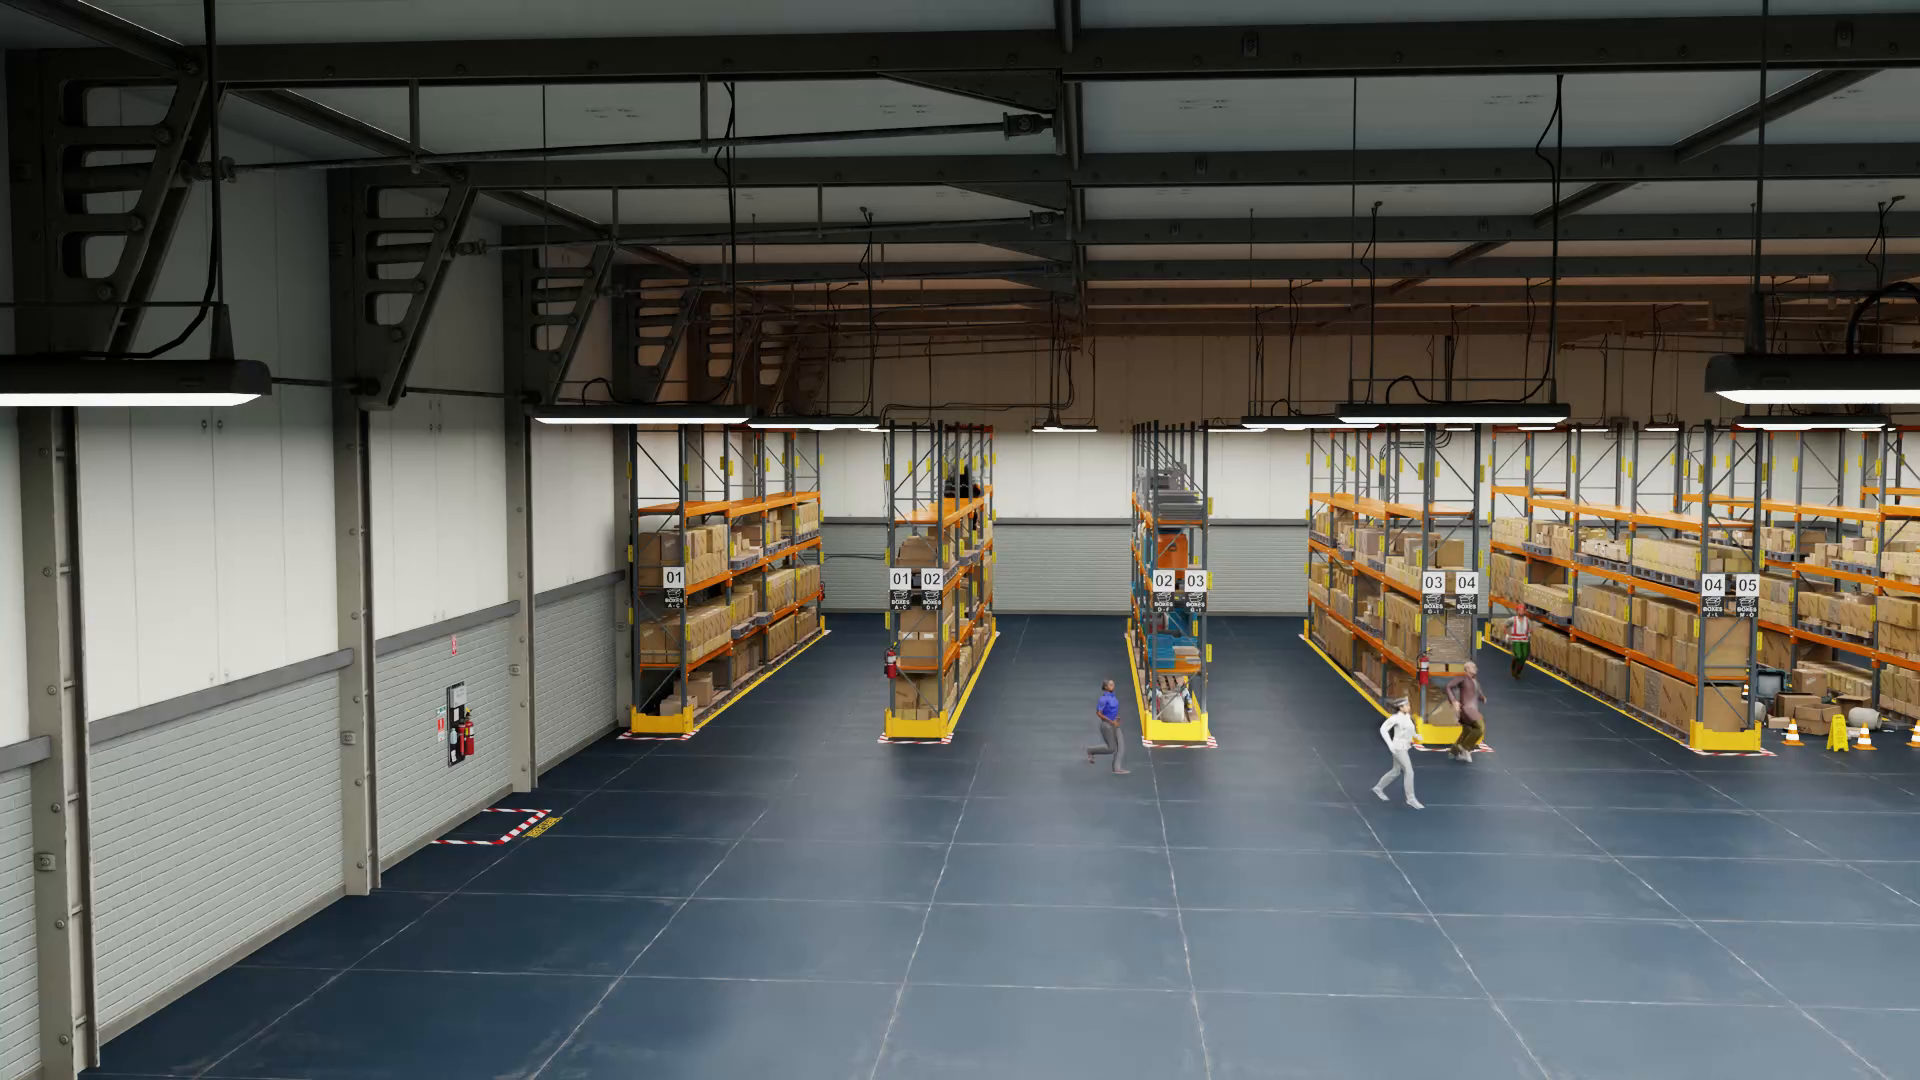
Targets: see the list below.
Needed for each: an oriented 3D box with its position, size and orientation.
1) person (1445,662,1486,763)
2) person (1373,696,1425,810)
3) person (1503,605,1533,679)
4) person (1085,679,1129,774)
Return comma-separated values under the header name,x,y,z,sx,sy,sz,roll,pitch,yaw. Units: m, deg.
name,x,y,z,sx,sy,sz,roll,pitch,yaw
person,8.914,3.022,29.106,0.680,1.681,0.714,3,5,39
person,6.789,3.247,25.648,0.835,1.716,0.610,2,4,33
person,13.075,2.382,38.794,0.645,1.741,0.606,0,4,-3
person,2.524,3.145,28.102,0.773,1.612,0.593,2,4,30
